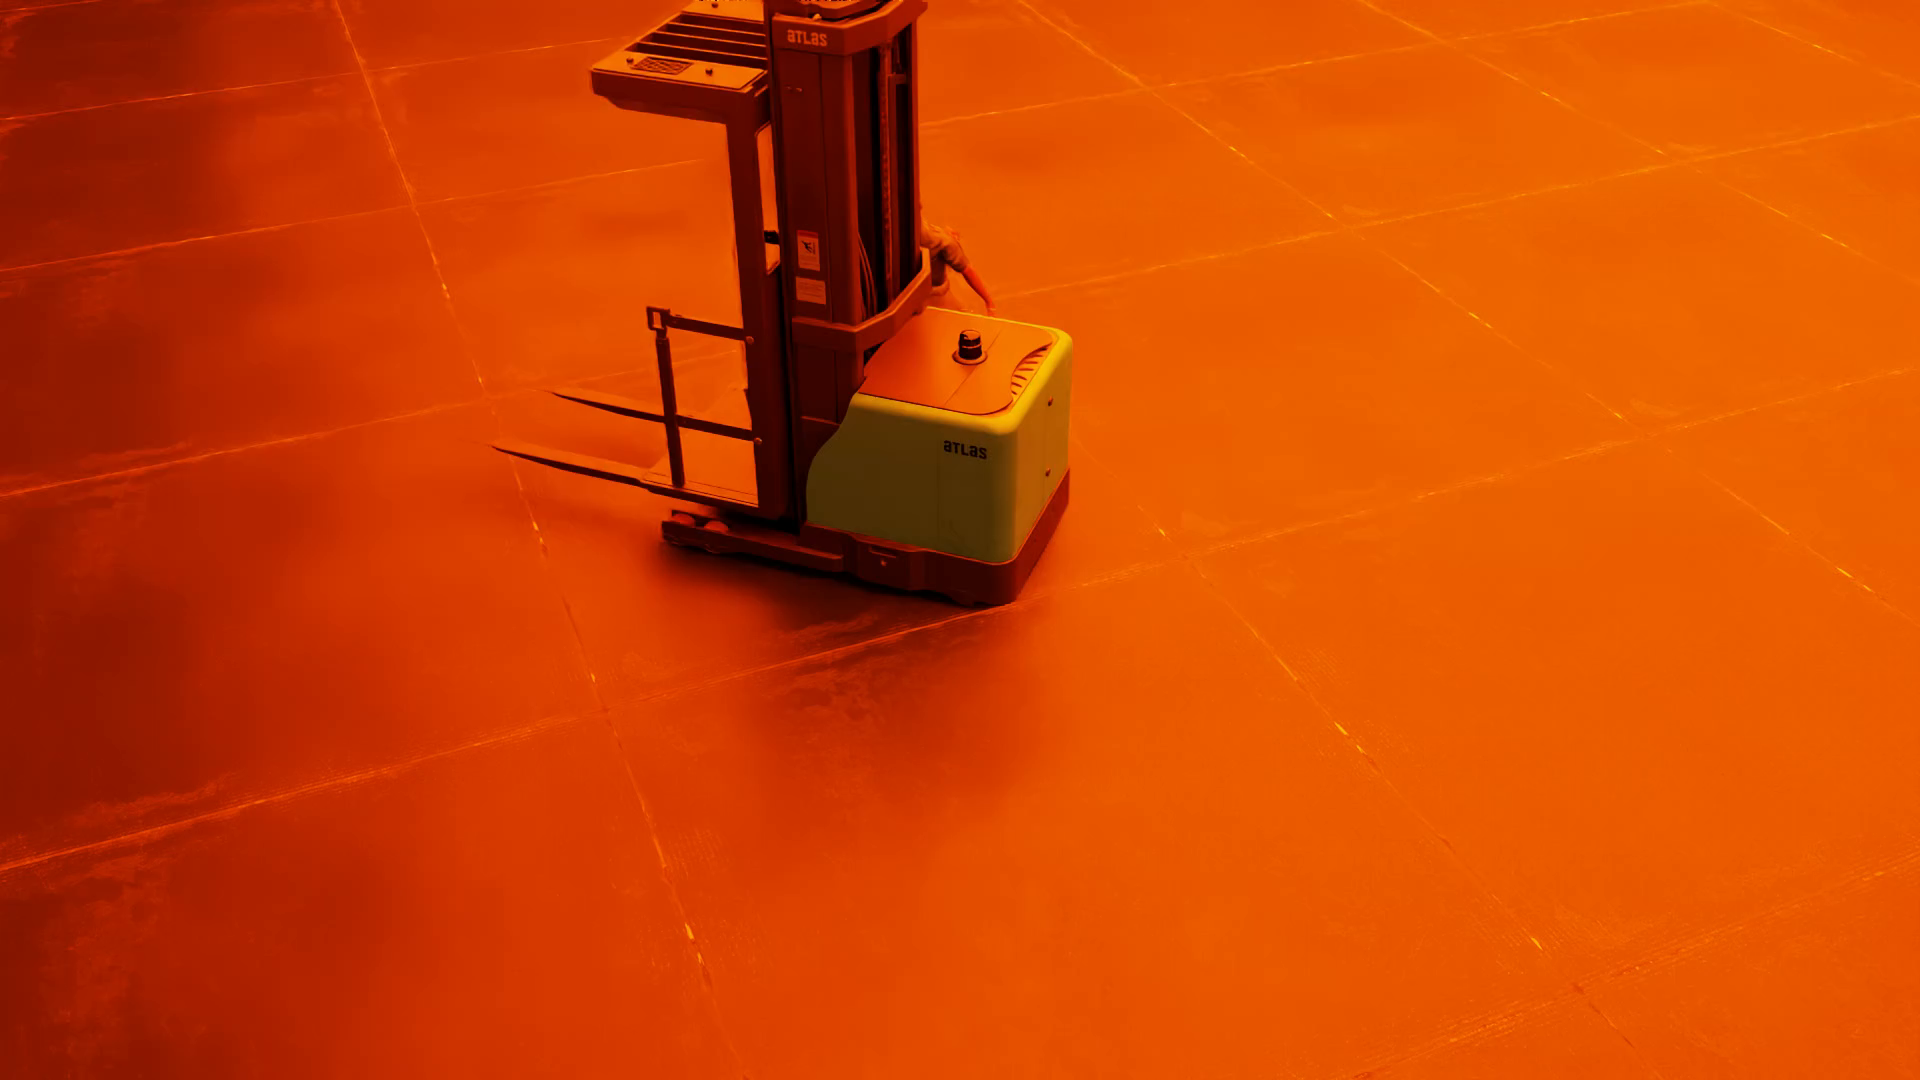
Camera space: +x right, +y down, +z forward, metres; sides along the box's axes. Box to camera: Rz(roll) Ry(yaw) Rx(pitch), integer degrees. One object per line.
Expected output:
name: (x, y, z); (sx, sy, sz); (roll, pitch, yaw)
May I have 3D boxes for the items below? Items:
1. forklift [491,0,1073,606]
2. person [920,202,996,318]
forklift: (-0.998, -1.397, 8.064); (3.031, 2.935, 1.130); (12, 37, 17)
person: (-0.148, -1.295, 9.123); (0.696, 1.532, 0.820); (1, 35, 2)
